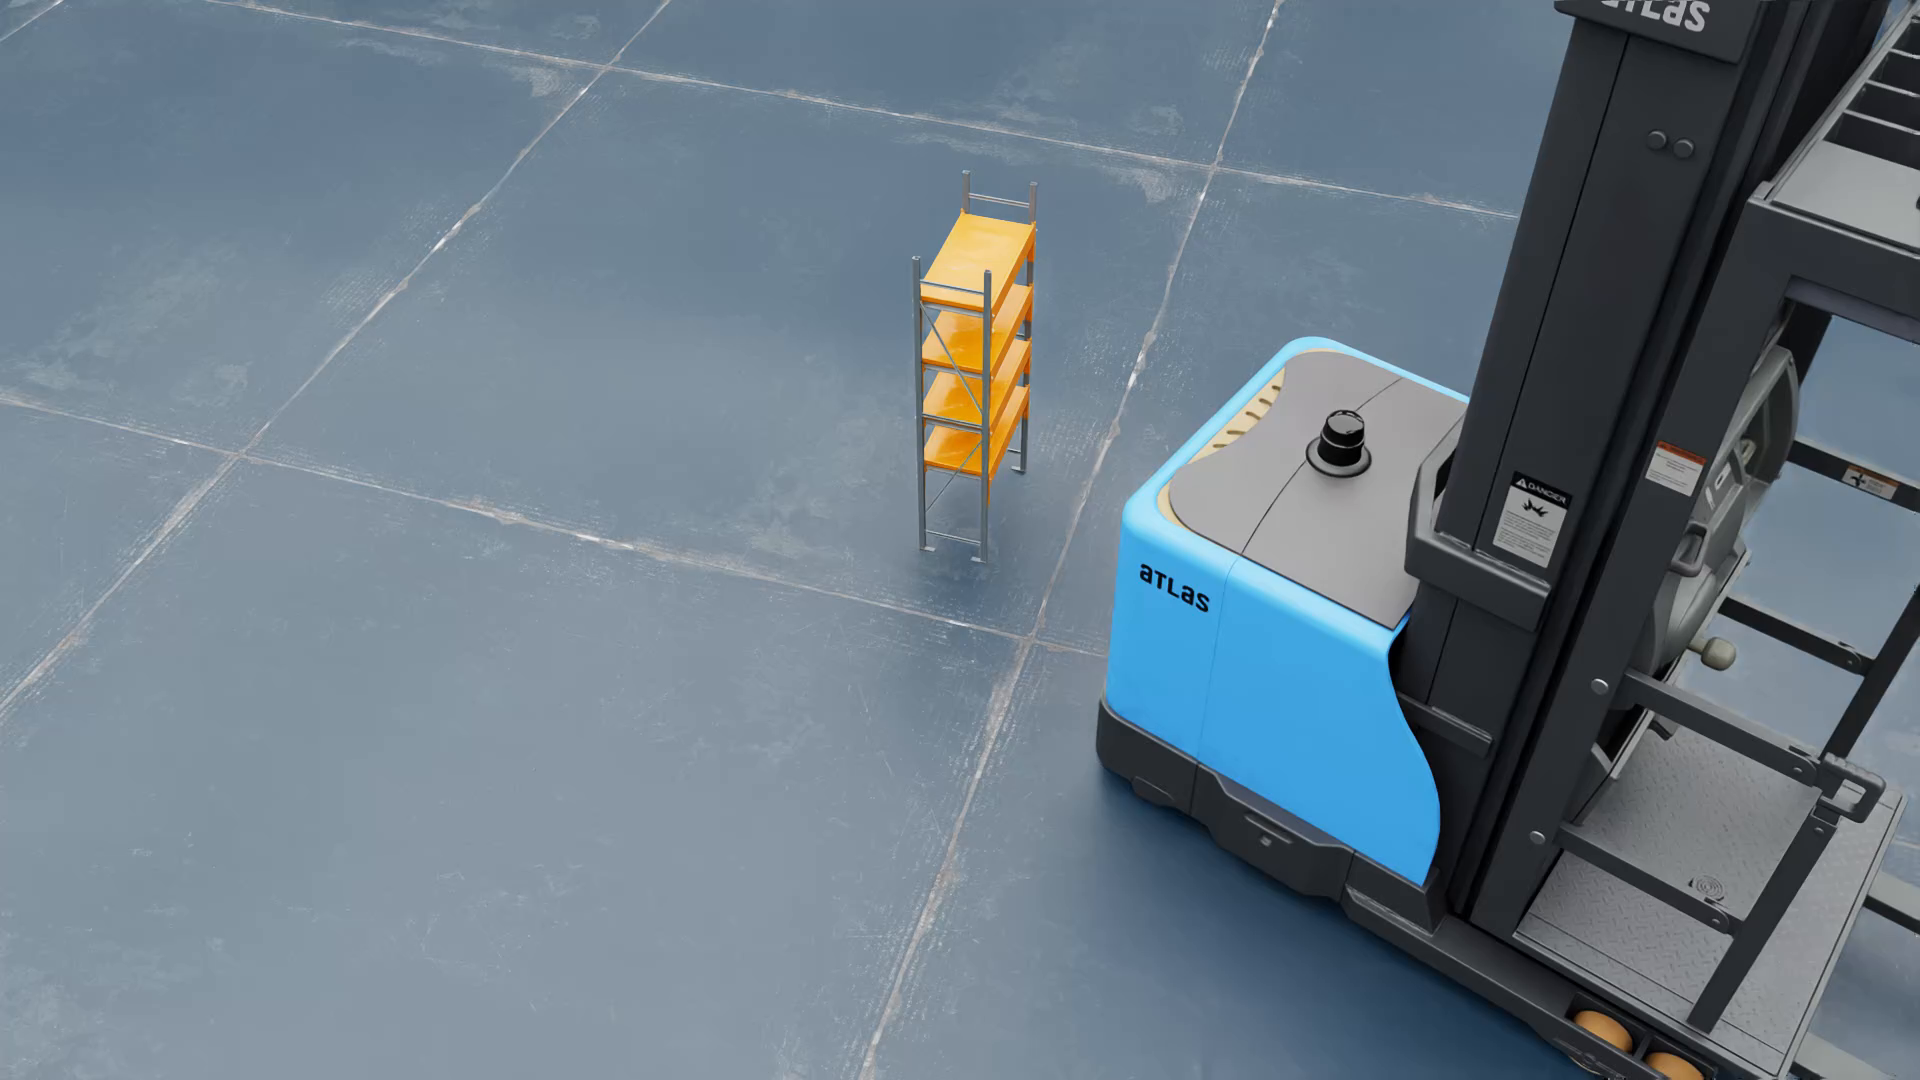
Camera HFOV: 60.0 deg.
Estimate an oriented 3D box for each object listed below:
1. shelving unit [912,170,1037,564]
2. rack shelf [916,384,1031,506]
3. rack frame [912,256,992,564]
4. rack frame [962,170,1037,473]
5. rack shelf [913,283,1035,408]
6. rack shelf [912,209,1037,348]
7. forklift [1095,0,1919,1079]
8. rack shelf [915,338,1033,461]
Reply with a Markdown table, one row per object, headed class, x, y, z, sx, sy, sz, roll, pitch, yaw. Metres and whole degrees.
| class | x | y | z | sx | sy | sz | roll | pitch | yaw |
| --- | --- | --- | --- | --- | --- | --- | --- | --- | --- |
| shelving unit | 0.050 | -0.539 | 5.443 | 0.258 | 1.200 | 0.503 | 13 | 46 | 13 |
| rack shelf | 0.050 | -0.349 | 5.629 | 0.258 | 0.148 | 0.480 | 13 | 46 | 13 |
| rack frame | -0.024 | -0.377 | 5.277 | 0.240 | 1.200 | 0.015 | 13 | 46 | 13 |
| rack frame | 0.124 | -0.702 | 5.609 | 0.240 | 1.200 | 0.015 | 13 | 46 | 13 |
| rack shelf | 0.050 | -0.651 | 5.334 | 0.258 | 0.148 | 0.480 | 13 | 46 | 13 |
| rack shelf | 0.050 | -0.820 | 5.168 | 0.258 | 0.148 | 0.480 | 13 | 46 | 13 |
| forklift | 1.886 | -0.003 | 3.658 | 3.031 | 2.935 | 1.130 | 28 | 51 | 26 |
| rack shelf | 0.050 | -0.491 | 5.490 | 0.258 | 0.148 | 0.480 | 13 | 46 | 13 |
